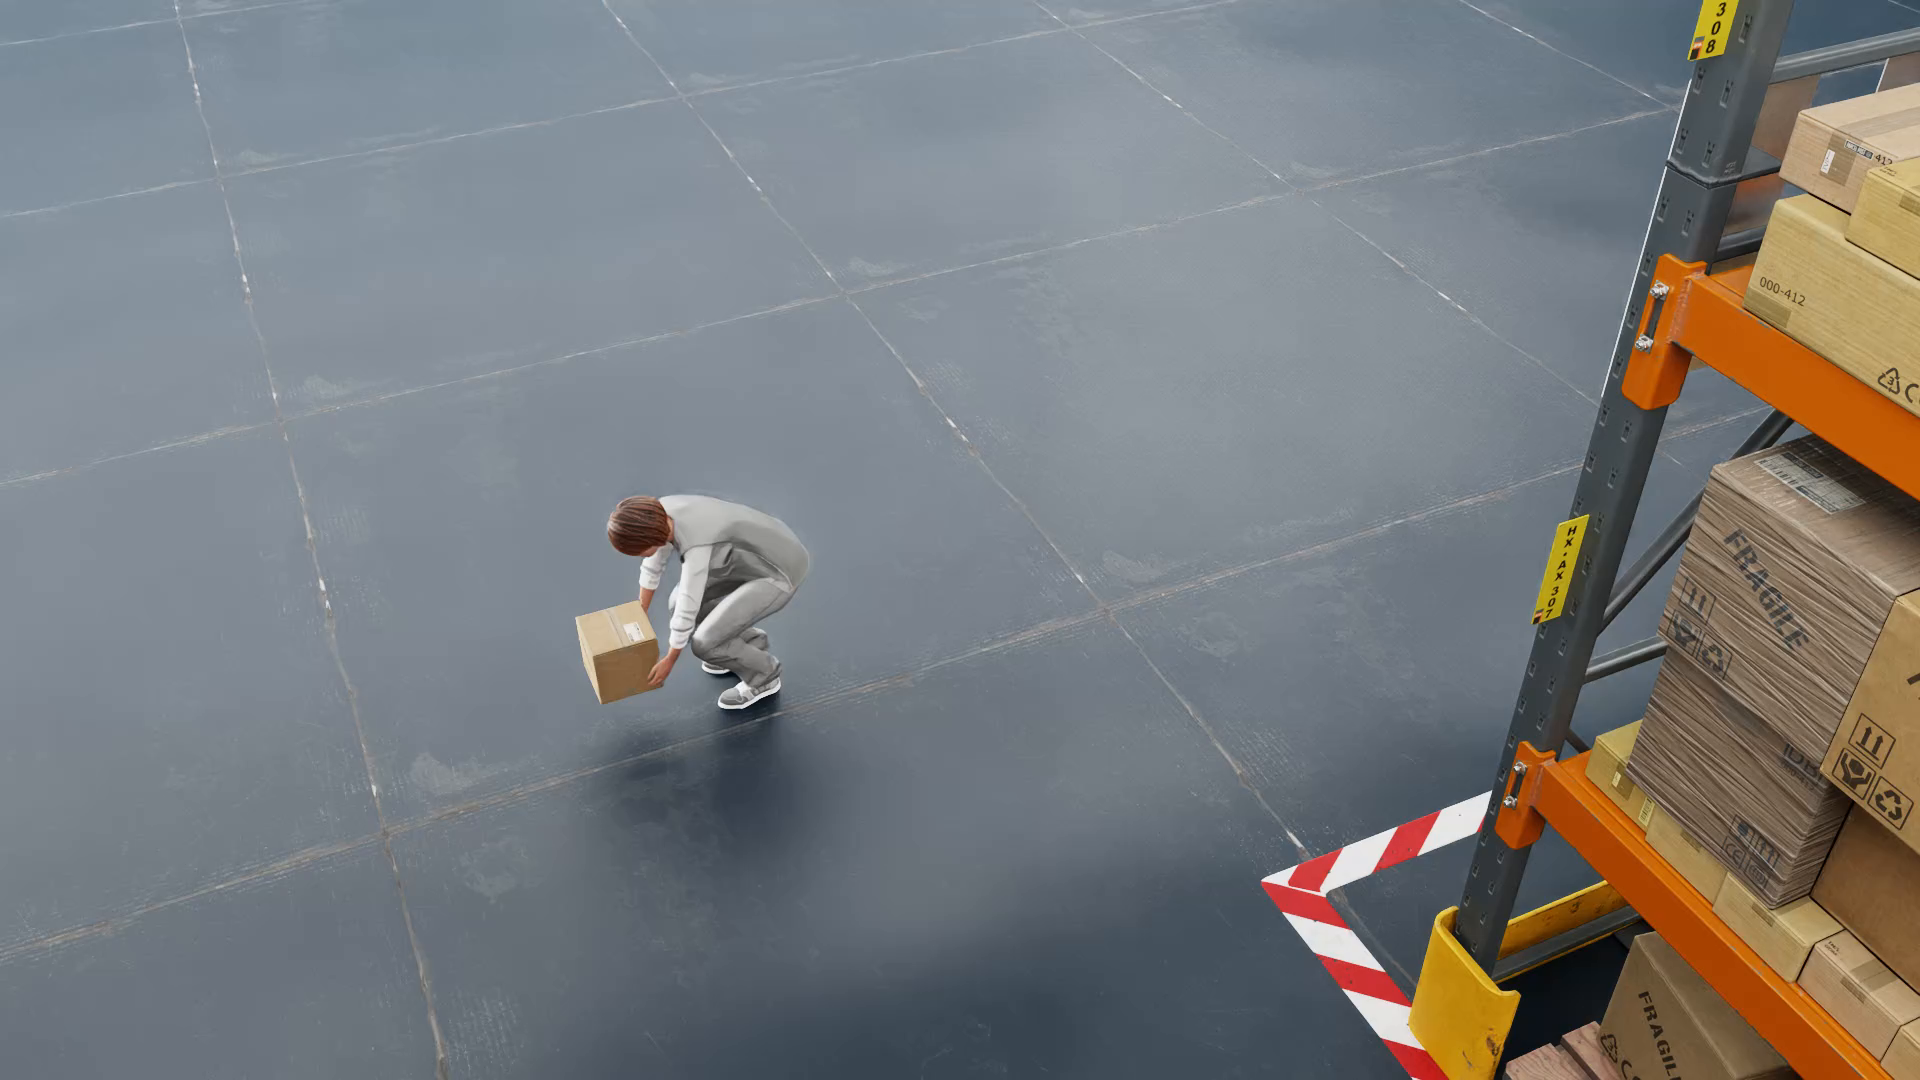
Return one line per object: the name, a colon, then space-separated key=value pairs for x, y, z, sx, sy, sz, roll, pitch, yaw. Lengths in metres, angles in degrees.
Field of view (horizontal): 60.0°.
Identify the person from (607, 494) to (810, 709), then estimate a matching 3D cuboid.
person: x=-0.933 y=0.199 z=6.373 sx=0.757 sy=1.025 sz=0.457 roll=-16 pitch=41 yaw=-20
